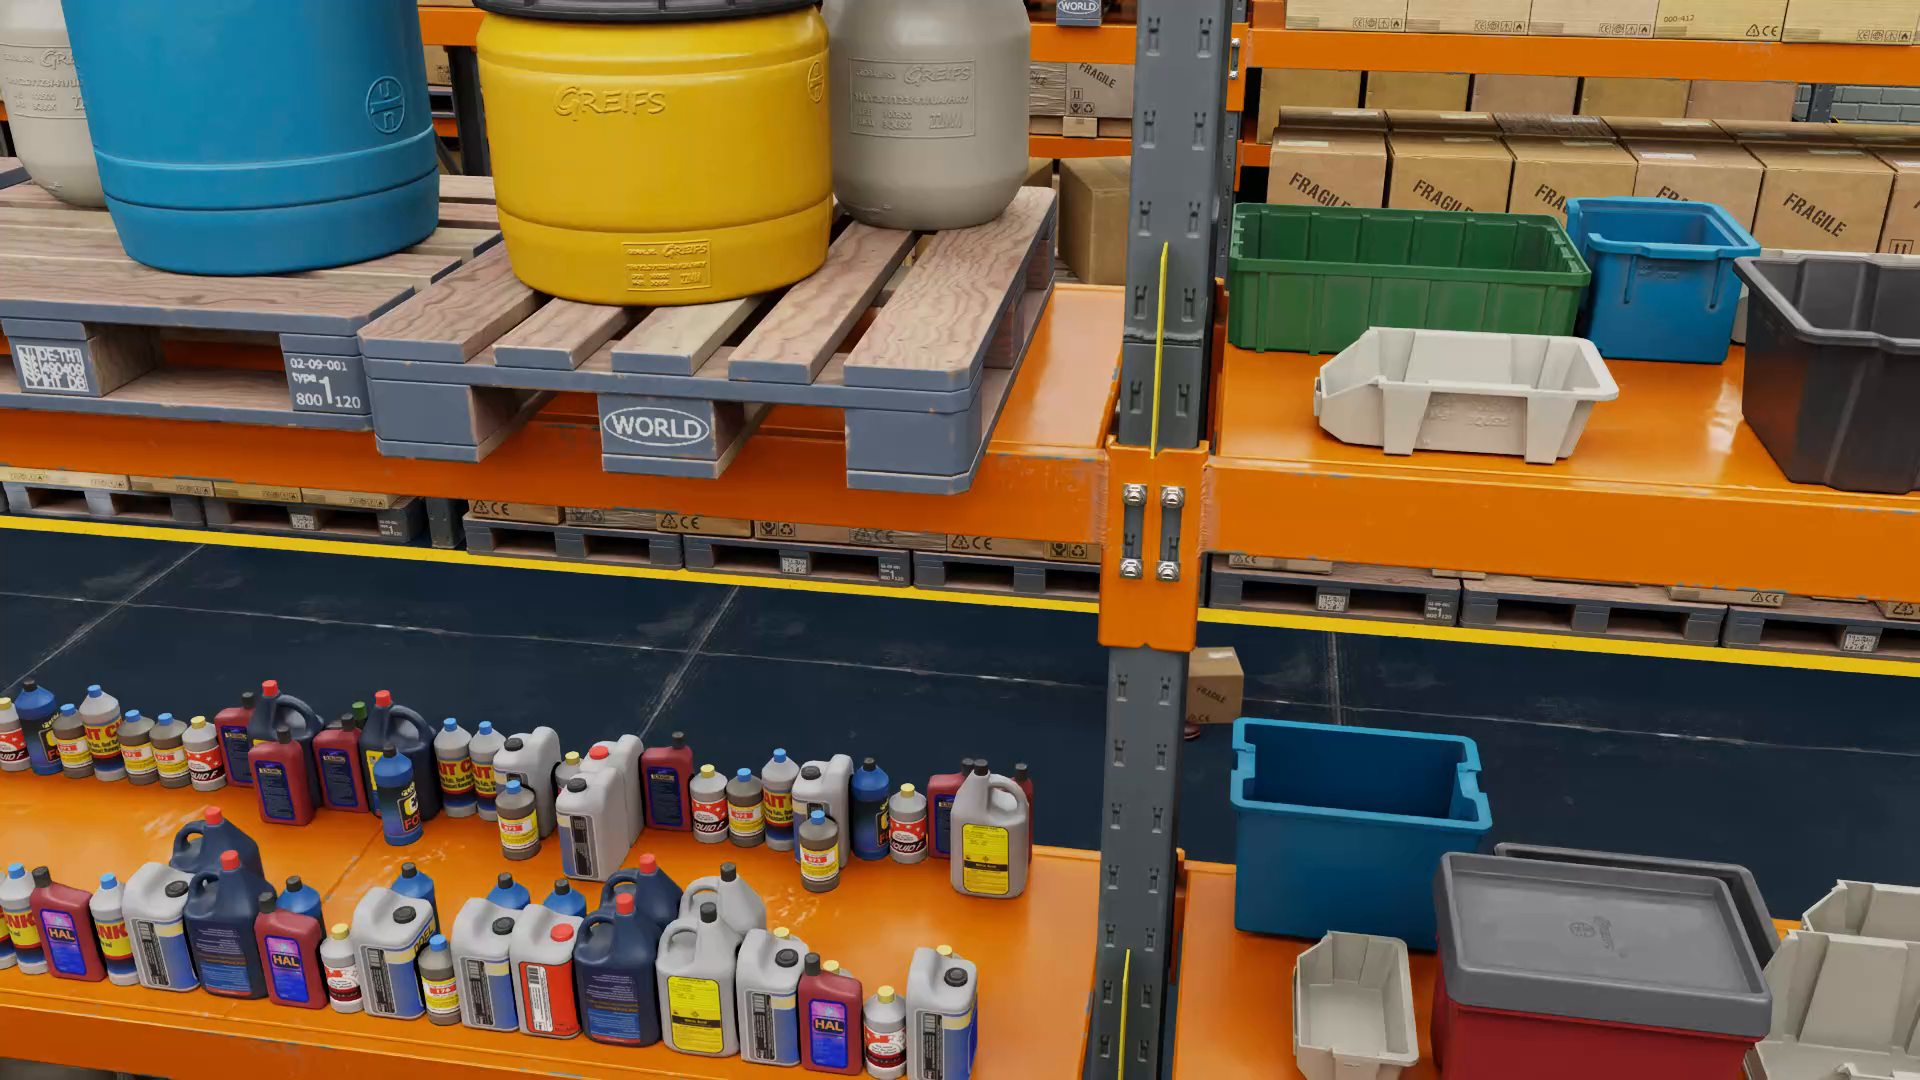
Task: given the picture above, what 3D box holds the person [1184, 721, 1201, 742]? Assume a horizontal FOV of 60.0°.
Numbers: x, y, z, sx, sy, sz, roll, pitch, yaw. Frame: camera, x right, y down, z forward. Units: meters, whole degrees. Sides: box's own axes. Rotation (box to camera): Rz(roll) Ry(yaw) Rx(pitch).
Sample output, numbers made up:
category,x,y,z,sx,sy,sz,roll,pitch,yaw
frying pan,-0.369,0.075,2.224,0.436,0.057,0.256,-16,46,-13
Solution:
category,x,y,z,sx,sy,sz,roll,pitch,yaw
person,0.894,0.012,7.092,0.425,1.650,0.554,0,25,-1
